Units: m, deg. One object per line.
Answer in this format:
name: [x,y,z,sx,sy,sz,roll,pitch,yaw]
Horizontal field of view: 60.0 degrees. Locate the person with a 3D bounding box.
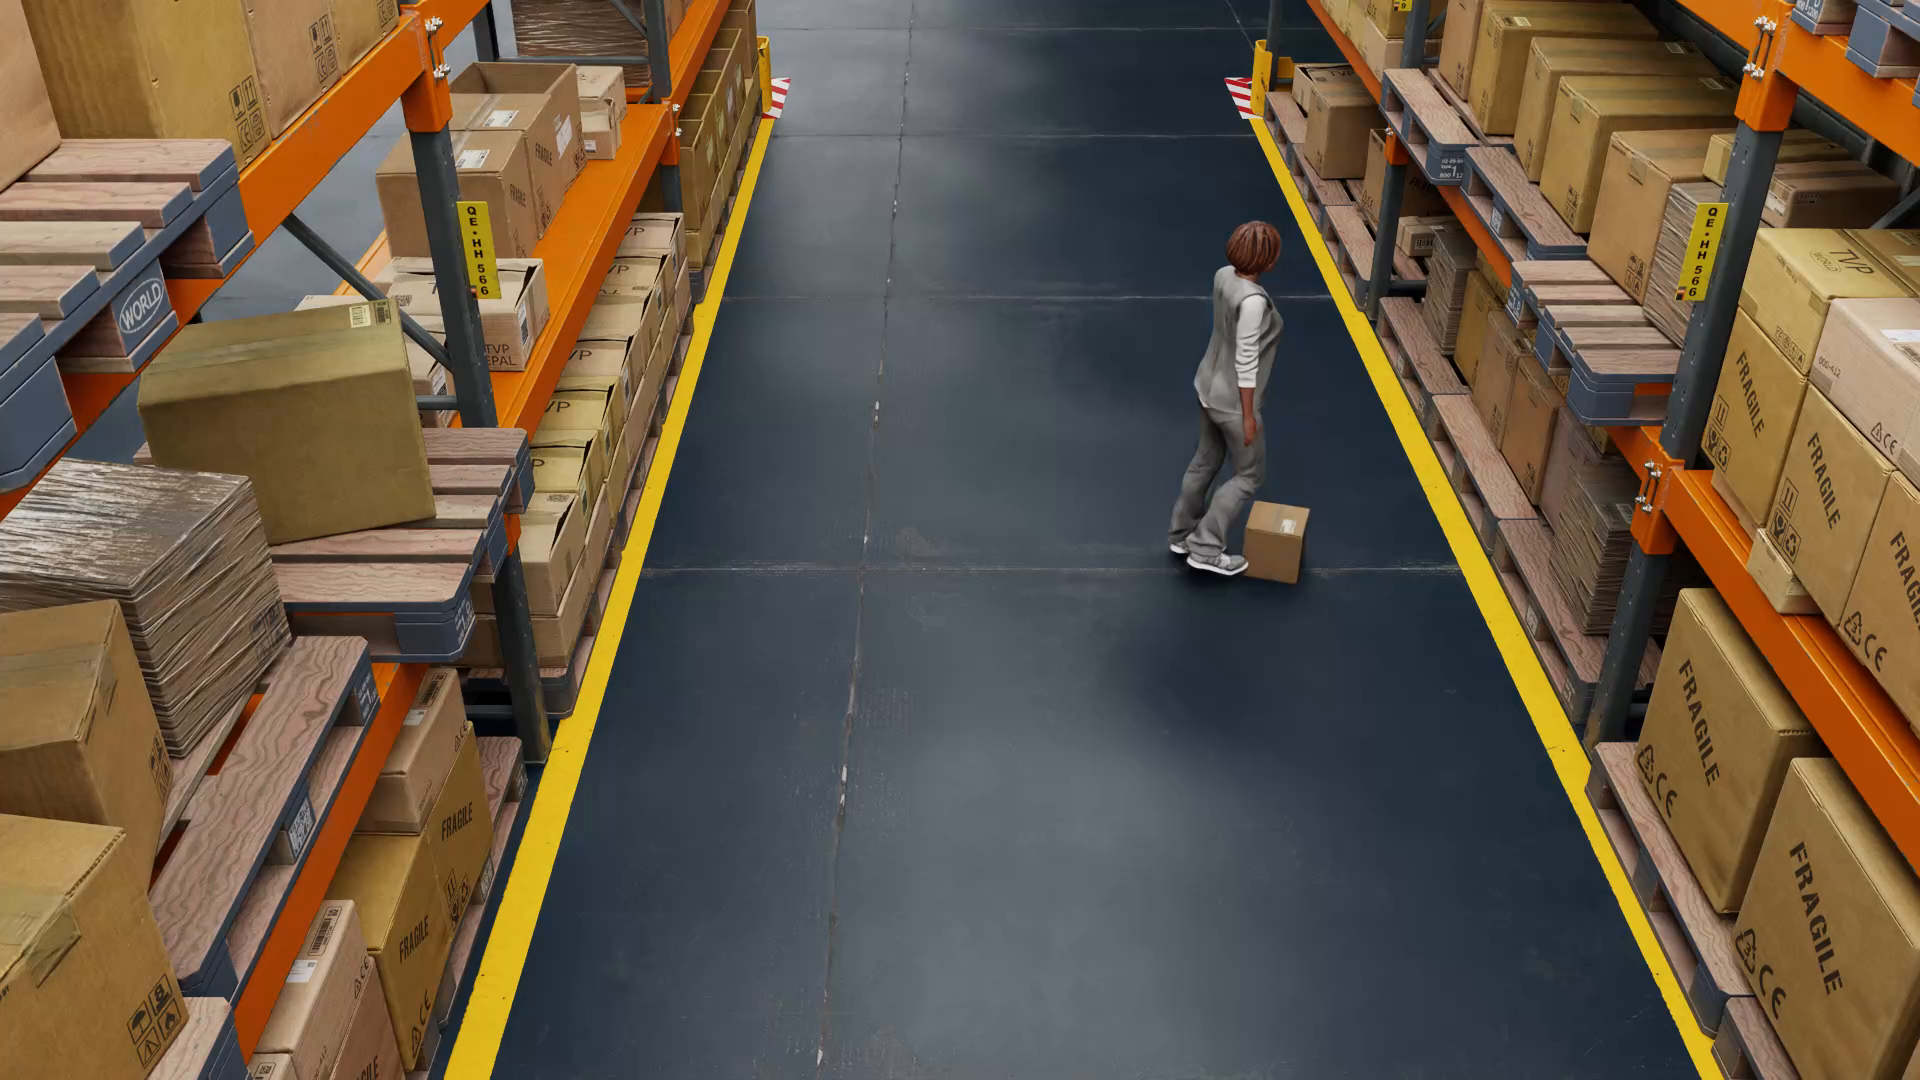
person: [1.133,-0.596,7.088,0.392,1.597,0.438,-5,32,-8]
